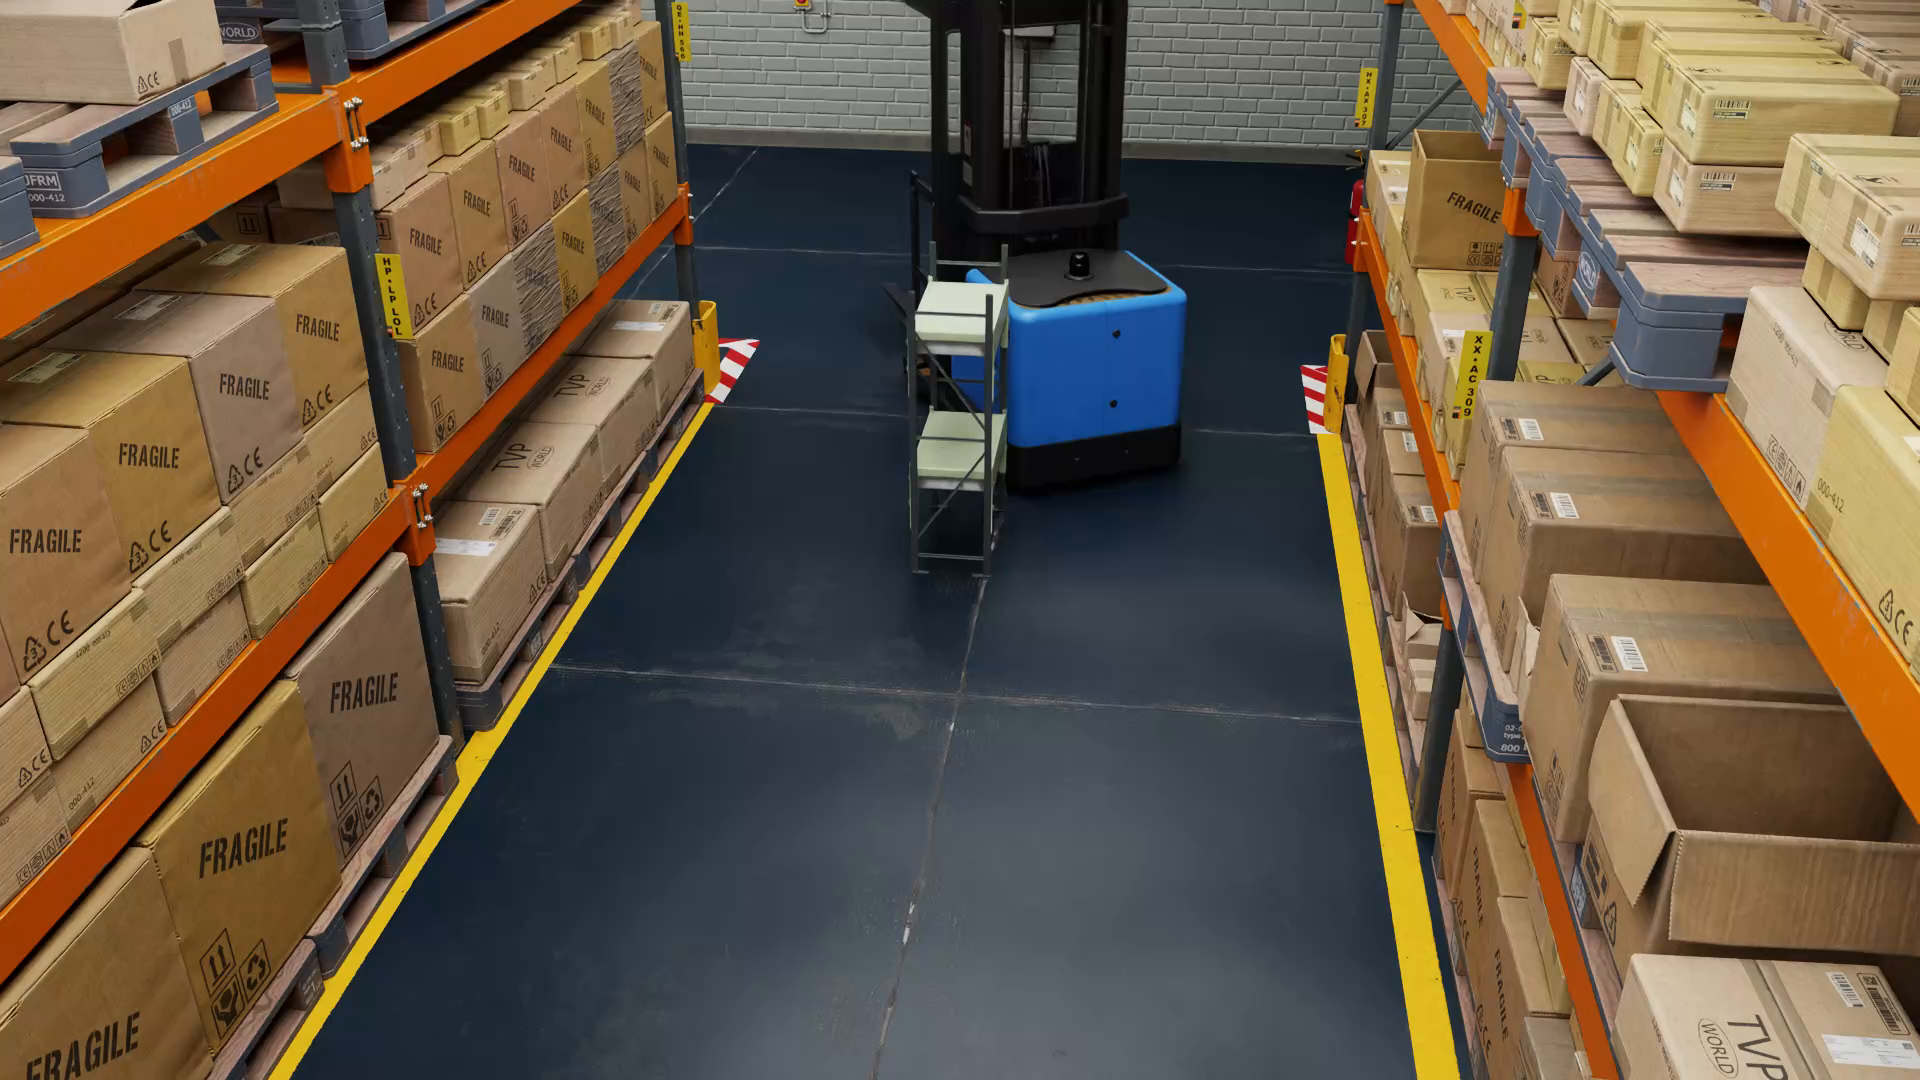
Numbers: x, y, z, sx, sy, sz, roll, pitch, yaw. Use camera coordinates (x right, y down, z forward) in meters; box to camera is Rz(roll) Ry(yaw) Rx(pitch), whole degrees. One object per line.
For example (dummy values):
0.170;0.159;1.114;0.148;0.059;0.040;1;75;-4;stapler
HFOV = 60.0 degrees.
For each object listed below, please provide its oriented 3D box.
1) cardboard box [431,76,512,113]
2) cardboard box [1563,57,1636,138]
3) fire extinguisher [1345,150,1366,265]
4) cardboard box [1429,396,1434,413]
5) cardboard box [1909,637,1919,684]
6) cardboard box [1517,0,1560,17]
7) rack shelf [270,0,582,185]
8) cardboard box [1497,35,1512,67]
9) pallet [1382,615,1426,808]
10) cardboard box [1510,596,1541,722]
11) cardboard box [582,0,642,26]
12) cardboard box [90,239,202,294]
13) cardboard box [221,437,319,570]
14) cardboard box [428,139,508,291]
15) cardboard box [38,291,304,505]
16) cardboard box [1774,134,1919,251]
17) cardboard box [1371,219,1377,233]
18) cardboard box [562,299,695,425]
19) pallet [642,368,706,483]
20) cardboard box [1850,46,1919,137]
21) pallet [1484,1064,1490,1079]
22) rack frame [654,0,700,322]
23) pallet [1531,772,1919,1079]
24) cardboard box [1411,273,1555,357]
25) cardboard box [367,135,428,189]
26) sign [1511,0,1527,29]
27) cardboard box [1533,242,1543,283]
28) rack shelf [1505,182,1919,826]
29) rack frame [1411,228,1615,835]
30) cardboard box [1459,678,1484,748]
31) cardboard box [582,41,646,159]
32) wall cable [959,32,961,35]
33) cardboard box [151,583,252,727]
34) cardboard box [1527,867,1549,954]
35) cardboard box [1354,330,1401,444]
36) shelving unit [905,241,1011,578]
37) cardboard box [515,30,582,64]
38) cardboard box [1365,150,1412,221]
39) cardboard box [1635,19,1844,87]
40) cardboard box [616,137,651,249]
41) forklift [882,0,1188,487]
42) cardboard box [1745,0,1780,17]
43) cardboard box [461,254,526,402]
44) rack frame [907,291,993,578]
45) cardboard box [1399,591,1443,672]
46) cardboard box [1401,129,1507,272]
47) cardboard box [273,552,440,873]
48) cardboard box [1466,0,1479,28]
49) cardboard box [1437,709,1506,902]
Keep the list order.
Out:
-2.217;-1.952;7.366;0.380;0.149;0.250;3;28;6;cardboard box
1.759;-1.120;4.220;0.380;0.149;0.250;4;29;7;cardboard box
2.356;-1.938;9.660;0.296;0.674;0.183;3;28;6;fire extinguisher
2.172;-0.581;6.931;0.380;0.149;0.250;4;29;8;cardboard box
1.638;0.215;2.183;0.500;0.250;0.500;2;28;5;cardboard box
1.835;-1.612;4.820;0.380;0.149;0.250;4;29;8;cardboard box
-2.375;-2.389;7.618;1.077;0.370;4.000;3;28;6;rack shelf
2.090;-1.669;5.787;0.380;0.149;0.250;3;28;6;cardboard box
2.391;0.747;7.141;1.003;0.211;1.213;3;28;6;pallet
1.755;0.348;4.639;0.396;0.266;0.258;5;29;9;cardboard box
-1.975;-2.916;9.157;0.380;0.149;0.250;4;29;7;cardboard box
-2.960;-0.738;5.798;0.500;0.500;0.500;4;29;7;cardboard box
-2.487;-0.141;5.480;0.500;0.250;0.500;4;29;7;cardboard box
-2.254;-1.376;6.982;0.500;0.500;0.500;3;28;6;cardboard box
-2.482;-0.459;5.281;0.500;0.500;0.500;4;29;7;cardboard box
1.724;-0.625;3.010;0.380;0.149;0.250;3;29;6;cardboard box
2.484;-1.791;9.177;0.380;0.149;0.250;3;28;6;cardboard box
-2.112;-1.067;9.827;0.875;0.438;0.875;2;28;4;cardboard box
-2.151;-0.718;9.861;1.003;0.211;1.213;3;28;6;pallet
2.176;-0.974;3.636;0.380;0.149;0.250;4;29;7;cardboard box
2.097;2.031;4.757;1.003;0.211;1.213;3;28;6;pallet
-2.130;-2.327;9.907;1.000;3.000;0.127;3;28;6;rack frame
2.050;0.894;4.130;1.003;0.211;1.213;3;28;6;pallet
2.248;-0.947;7.190;0.500;0.250;0.500;3;28;6;cardboard box
-2.309;-1.469;6.471;0.380;0.149;0.250;4;29;7;cardboard box
1.767;-1.734;5.097;0.100;0.325;0.005;3;28;6;sign
2.809;-1.152;7.570;0.500;0.250;0.500;3;28;6;cardboard box
2.061;-0.220;3.591;1.077;0.370;4.000;3;28;6;rack shelf
2.306;-0.157;5.880;1.000;3.000;0.127;3;28;6;rack frame
1.998;0.626;5.934;0.380;0.149;0.250;5;29;9;cardboard box
-1.988;-2.323;8.739;0.500;0.500;0.500;3;29;6;cardboard box
-0.054;-5.353;14.452;0.588;1.984;0.122;3;28;6;wall cable
-2.569;0.324;5.145;0.500;0.250;0.500;3;28;5;cardboard box
1.933;1.128;5.003;0.380;0.149;0.250;3;28;6;cardboard box
2.627;-0.844;9.343;0.797;0.503;0.637;2;28;4;cardboard box
-0.001;-0.657;8.388;0.431;1.500;0.755;3;28;6;shelving unit
-2.105;-2.434;8.261;0.380;0.149;0.250;3;28;6;cardboard box
2.474;-1.907;8.972;0.500;0.250;0.500;4;29;6;cardboard box
1.821;-1.119;3.905;0.380;0.149;0.250;4;29;7;cardboard box
-2.003;-1.893;8.996;0.500;0.500;0.500;3;28;5;cardboard box
0.281;-2.261;9.857;1.130;2.935;3.031;-10;30;-17;forklift
2.376;-1.457;4.533;0.380;0.149;0.250;3;29;6;cardboard box
-2.237;-0.930;7.209;0.500;0.500;0.500;4;29;7;cardboard box
-0.046;-0.485;8.069;0.400;1.500;0.023;3;28;6;rack frame
2.127;0.414;7.259;0.396;0.266;0.258;4;29;8;cardboard box
2.290;-1.531;7.484;0.500;0.500;0.500;4;29;7;cardboard box
-2.617;0.603;6.266;0.875;0.875;0.875;4;29;8;cardboard box
2.253;-2.153;6.686;0.380;0.149;0.250;4;29;7;cardboard box
2.024;0.973;5.975;0.500;0.500;0.500;5;29;8;cardboard box
